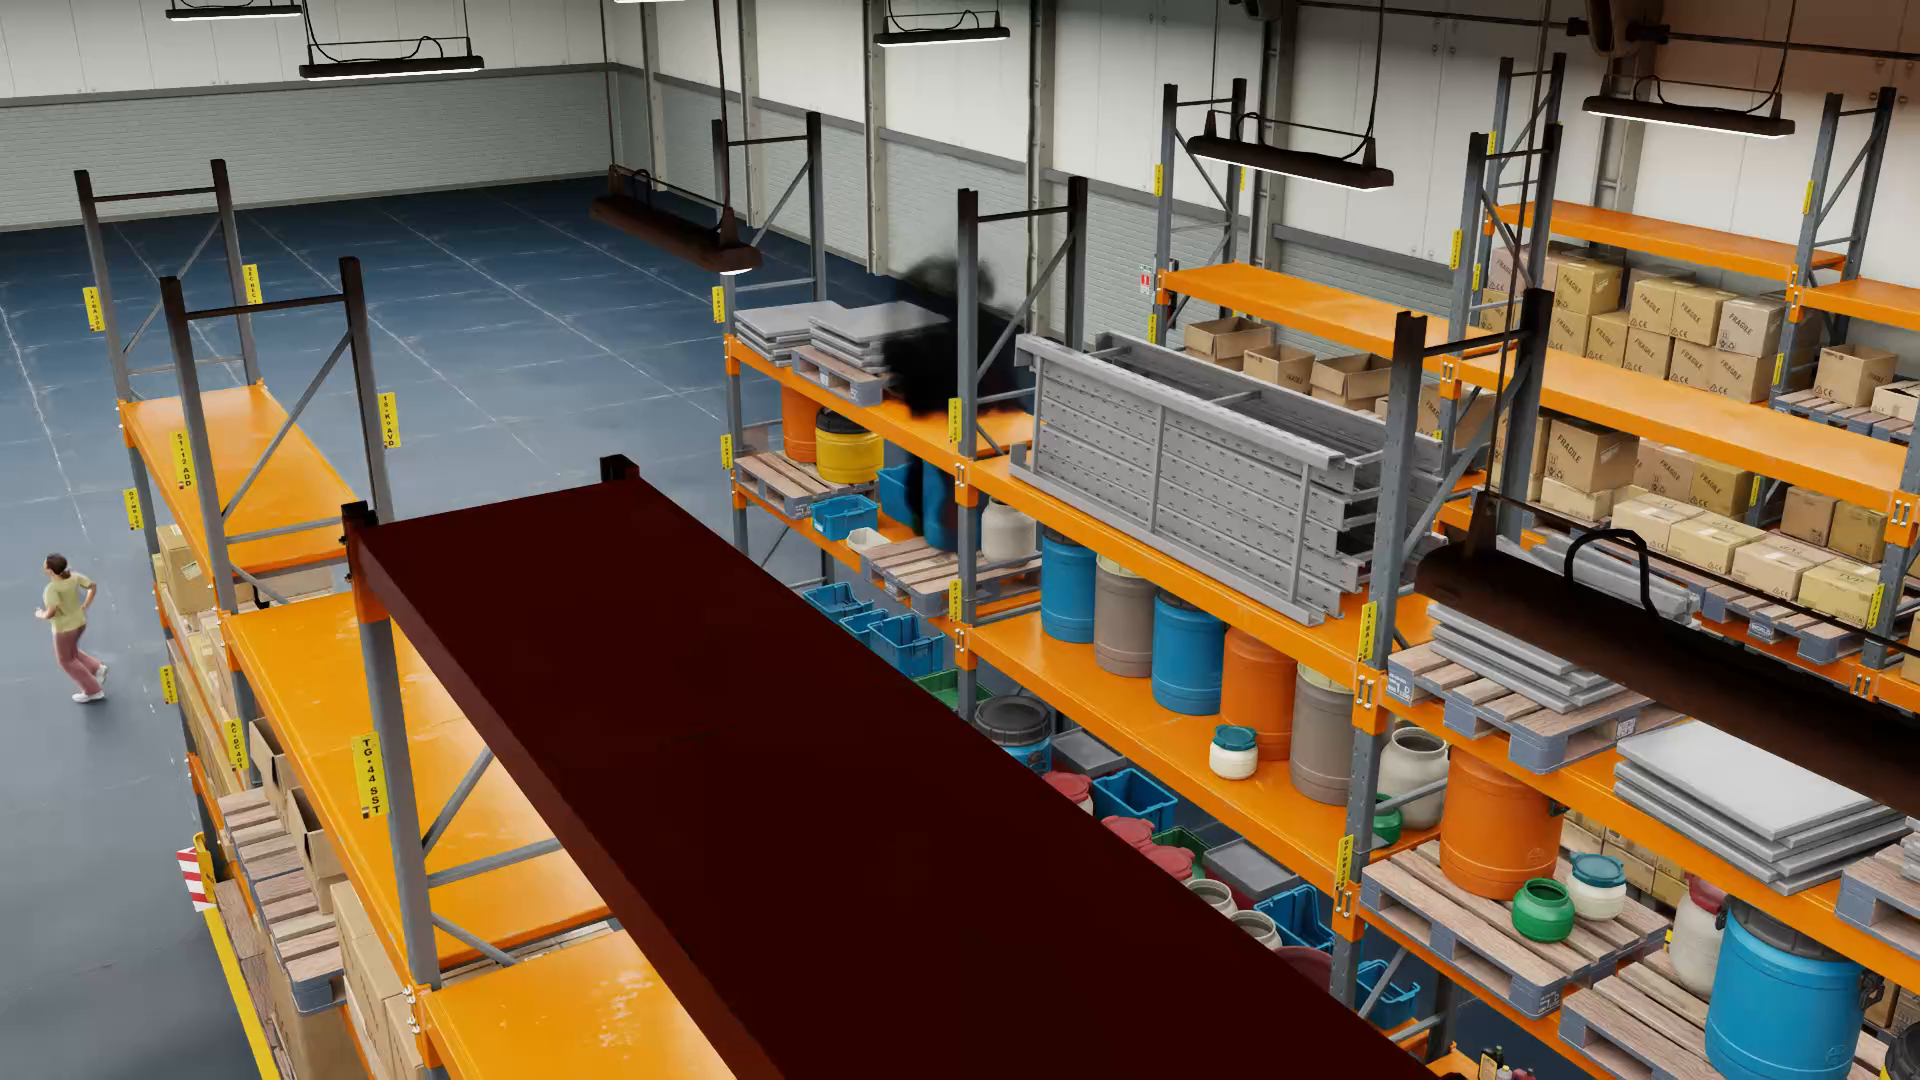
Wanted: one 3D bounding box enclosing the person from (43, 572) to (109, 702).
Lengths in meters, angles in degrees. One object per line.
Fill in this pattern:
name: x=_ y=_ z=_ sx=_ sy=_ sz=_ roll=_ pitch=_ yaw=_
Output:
person: x=-9.044 y=1.010 z=16.997 sx=0.388 sy=1.396 sz=0.568 roll=3 pitch=22 yaw=8
